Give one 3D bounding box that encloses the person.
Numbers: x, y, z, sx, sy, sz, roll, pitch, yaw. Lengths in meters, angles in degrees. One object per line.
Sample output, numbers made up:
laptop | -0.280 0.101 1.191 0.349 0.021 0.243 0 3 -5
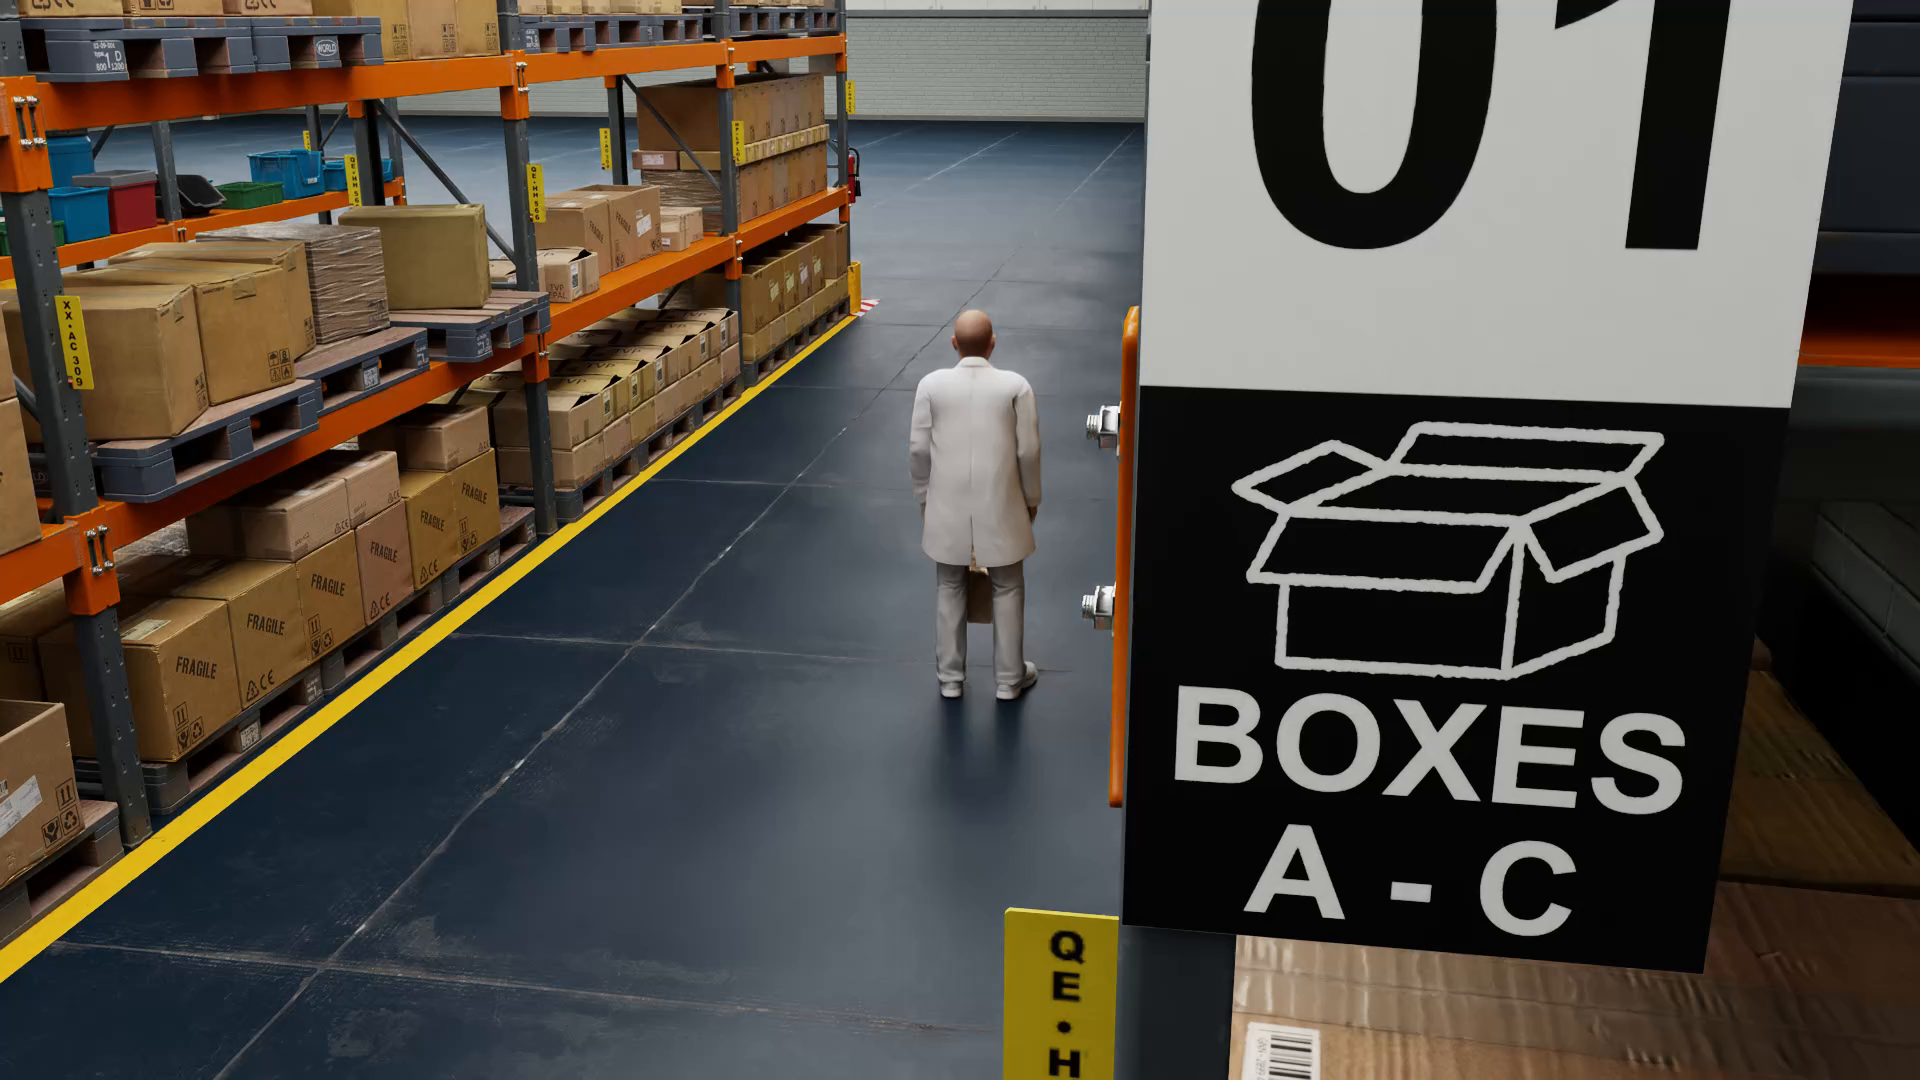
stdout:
person | 0.072 -0.152 7.551 0.596 1.776 0.424 2 18 7
